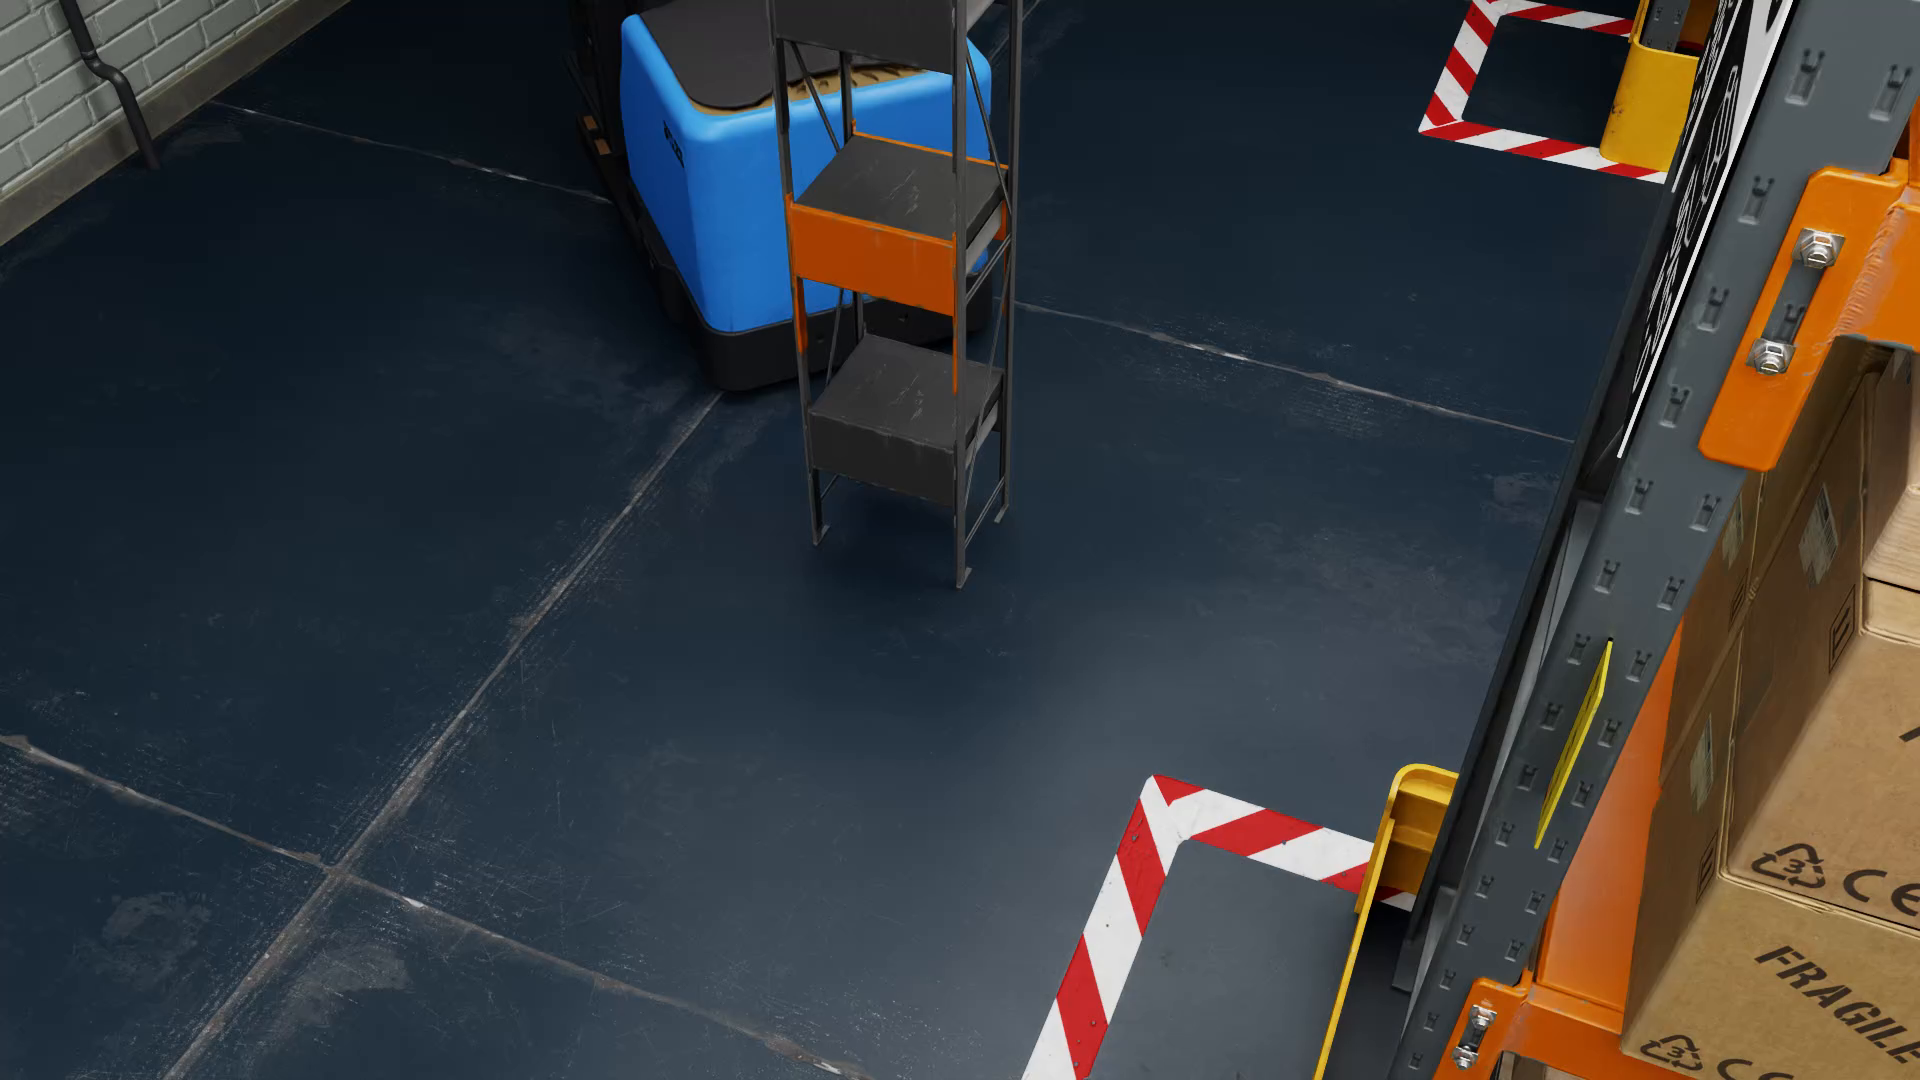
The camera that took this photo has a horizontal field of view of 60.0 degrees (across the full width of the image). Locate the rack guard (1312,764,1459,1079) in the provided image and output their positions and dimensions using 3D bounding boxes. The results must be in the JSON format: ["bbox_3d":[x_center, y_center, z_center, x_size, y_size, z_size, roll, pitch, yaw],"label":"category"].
[{"bbox_3d":[0.998,1.128,3.761,0.348,0.500,1.175,16,47,16],"label":"rack guard"}]

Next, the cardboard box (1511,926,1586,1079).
[{"bbox_3d":[1.668,1.122,3.514,0.875,0.438,0.875,15,47,15],"label":"cardboard box"}]

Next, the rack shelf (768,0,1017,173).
[{"bbox_3d":[-0.153,-1.276,4.070,0.480,0.518,0.431,16,47,16],"label":"rack shelf"}]

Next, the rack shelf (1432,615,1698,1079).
[{"bbox_3d":[2.866,1.047,2.581,4.000,0.370,1.077,16,47,16],"label":"rack shelf"}]

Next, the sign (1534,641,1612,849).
[{"bbox_3d":[0.801,0.273,2.179,0.005,0.325,0.100,16,47,16],"label":"sign"}]

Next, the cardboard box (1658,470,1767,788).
[{"bbox_3d":[1.568,0.172,2.880,0.500,0.500,0.500,17,47,16],"label":"cardboard box"}]

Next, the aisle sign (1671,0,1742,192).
[{"bbox_3d":[1.074,-0.894,2.179,0.004,0.787,0.394,16,47,16],"label":"aisle sign"}]

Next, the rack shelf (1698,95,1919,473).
[{"bbox_3d":[2.866,-0.016,1.523,4.000,0.370,1.077,16,47,16],"label":"rack shelf"}]

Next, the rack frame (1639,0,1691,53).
[{"bbox_3d":[2.928,-2.983,6.122,0.127,3.000,1.000,16,47,16],"label":"rack frame"}]

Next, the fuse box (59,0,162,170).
[{"bbox_3d":[-3.249,-2.138,6.186,0.414,1.711,0.539,16,47,16],"label":"fuse box"}]

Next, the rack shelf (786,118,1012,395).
[{"bbox_3d":[-0.153,-0.780,4.564,0.480,0.518,0.431,16,47,16],"label":"rack shelf"}]

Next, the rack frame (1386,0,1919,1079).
[{"bbox_3d":[1.021,0.249,2.873,0.127,3.000,1.000,16,47,16],"label":"rack frame"}]

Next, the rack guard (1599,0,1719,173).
[{"bbox_3d":[2.998,-2.077,6.983,0.348,0.500,1.175,16,47,16],"label":"rack guard"}]

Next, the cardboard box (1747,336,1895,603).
[{"bbox_3d":[1.557,-0.165,2.510,0.500,0.500,0.500,18,48,17],"label":"cardboard box"}]

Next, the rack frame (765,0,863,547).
[{"bbox_3d":[-0.378,-0.856,4.621,0.015,2.100,0.400,16,47,16],"label":"rack frame"}]

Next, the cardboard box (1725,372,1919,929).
[{"bbox_3d":[1.354,0.175,2.168,0.500,0.500,0.500,15,47,15],"label":"cardboard box"}]

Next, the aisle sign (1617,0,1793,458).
[{"bbox_3d":[0.843,-0.504,1.786,0.004,0.787,0.394,16,47,16],"label":"aisle sign"}]

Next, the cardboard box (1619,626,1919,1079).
[{"bbox_3d":[1.353,0.531,2.519,0.500,0.500,0.500,16,47,16],"label":"cardboard box"}]

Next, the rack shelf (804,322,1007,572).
[{"bbox_3d":[-0.153,-0.283,5.058,0.480,0.518,0.431,16,47,16],"label":"rack shelf"}]

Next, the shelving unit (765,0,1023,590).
[{"bbox_3d":[-0.153,-0.789,4.555,0.503,2.100,0.431,16,47,16],"label":"shelving unit"}]

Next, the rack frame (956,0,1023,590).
[{"bbox_3d":[0.072,-0.723,4.488,0.015,2.100,0.400,16,47,16],"label":"rack frame"}]

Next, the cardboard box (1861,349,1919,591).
[{"bbox_3d":[1.242,-0.094,1.979,0.250,0.149,0.380,17,47,17],"label":"cardboard box"}]

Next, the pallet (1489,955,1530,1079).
[{"bbox_3d":[1.789,1.404,3.690,1.213,0.211,1.003,16,47,16],"label":"pallet"}]

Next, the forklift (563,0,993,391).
[{"bbox_3d":[-0.926,-2.599,5.784,1.130,2.935,3.031,-17,47,-16],"label":"forklift"}]
